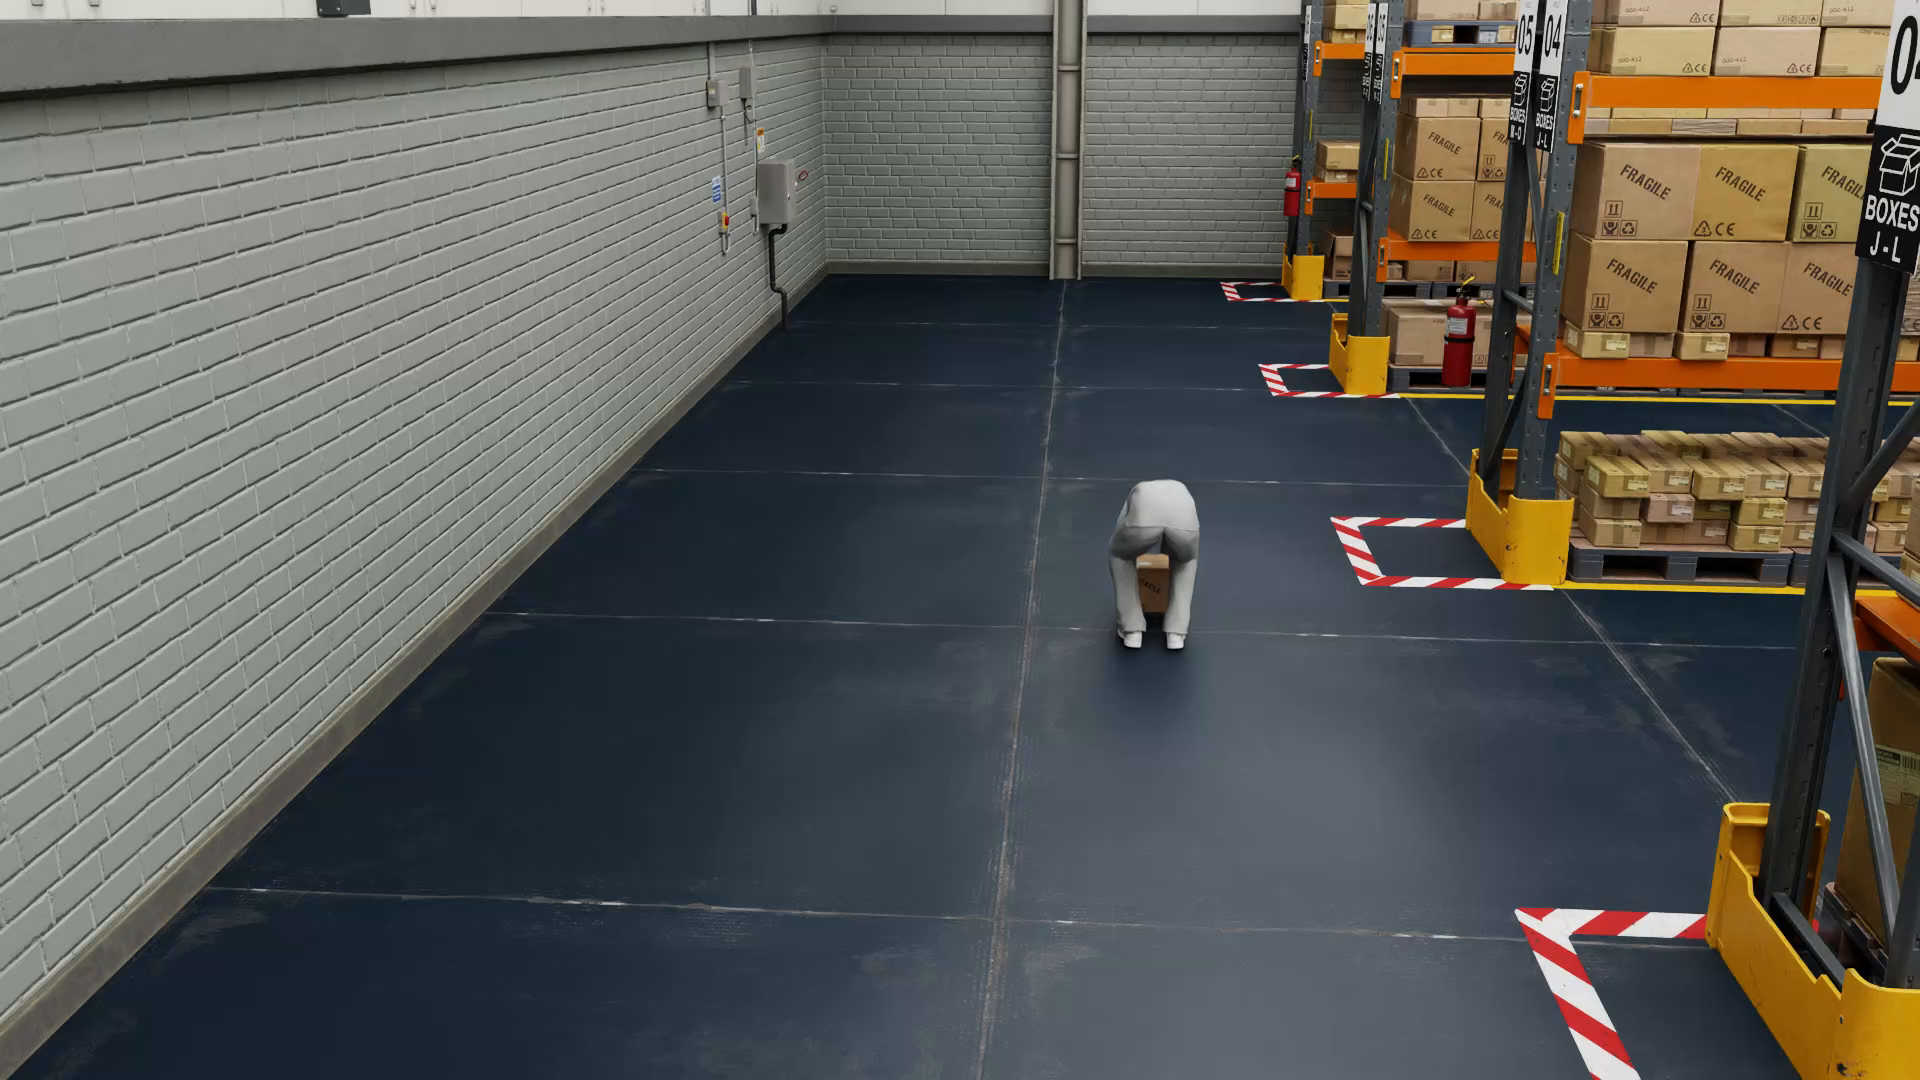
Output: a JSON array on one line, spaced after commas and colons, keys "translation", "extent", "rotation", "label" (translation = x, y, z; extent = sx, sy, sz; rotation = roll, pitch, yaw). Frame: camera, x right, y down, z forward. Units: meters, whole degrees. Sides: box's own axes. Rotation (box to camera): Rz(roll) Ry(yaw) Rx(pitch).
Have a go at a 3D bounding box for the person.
[{"translation": [0.994, -0.266, 8.393], "extent": [0.492, 1.672, 0.359], "rotation": [1, 18, 2], "label": "person"}]
